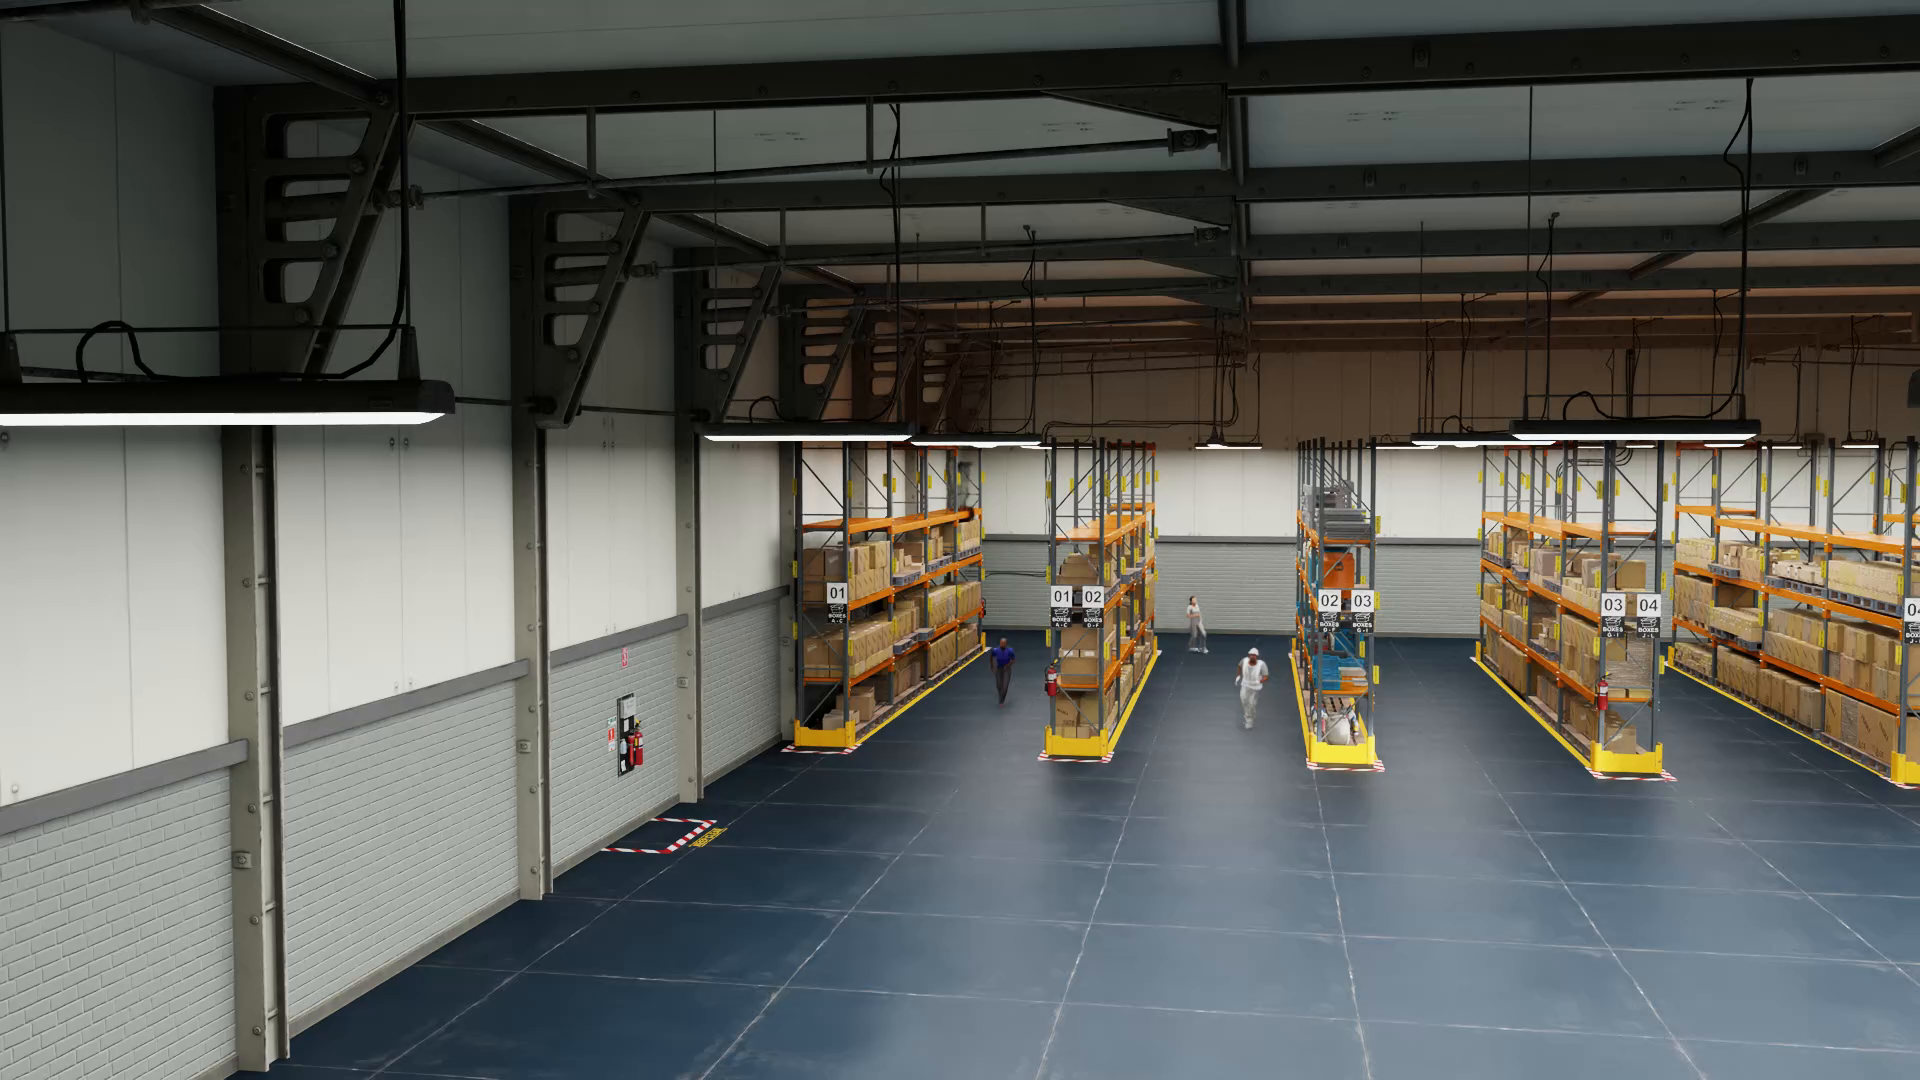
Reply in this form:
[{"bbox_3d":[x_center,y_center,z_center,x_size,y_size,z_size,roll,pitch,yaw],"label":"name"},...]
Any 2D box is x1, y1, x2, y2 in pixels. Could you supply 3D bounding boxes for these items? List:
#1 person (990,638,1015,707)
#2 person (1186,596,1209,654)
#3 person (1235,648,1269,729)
[{"bbox_3d":[0.957,2.975,37.341,0.563,1.585,0.691,0,3,-2],"label":"person"},{"bbox_3d":[6.662,2.413,47.303,0.651,1.671,0.698,-1,3,-25],"label":"person"},{"bbox_3d":[6.064,3.044,34.489,0.719,1.664,0.867,1,3,20],"label":"person"}]
